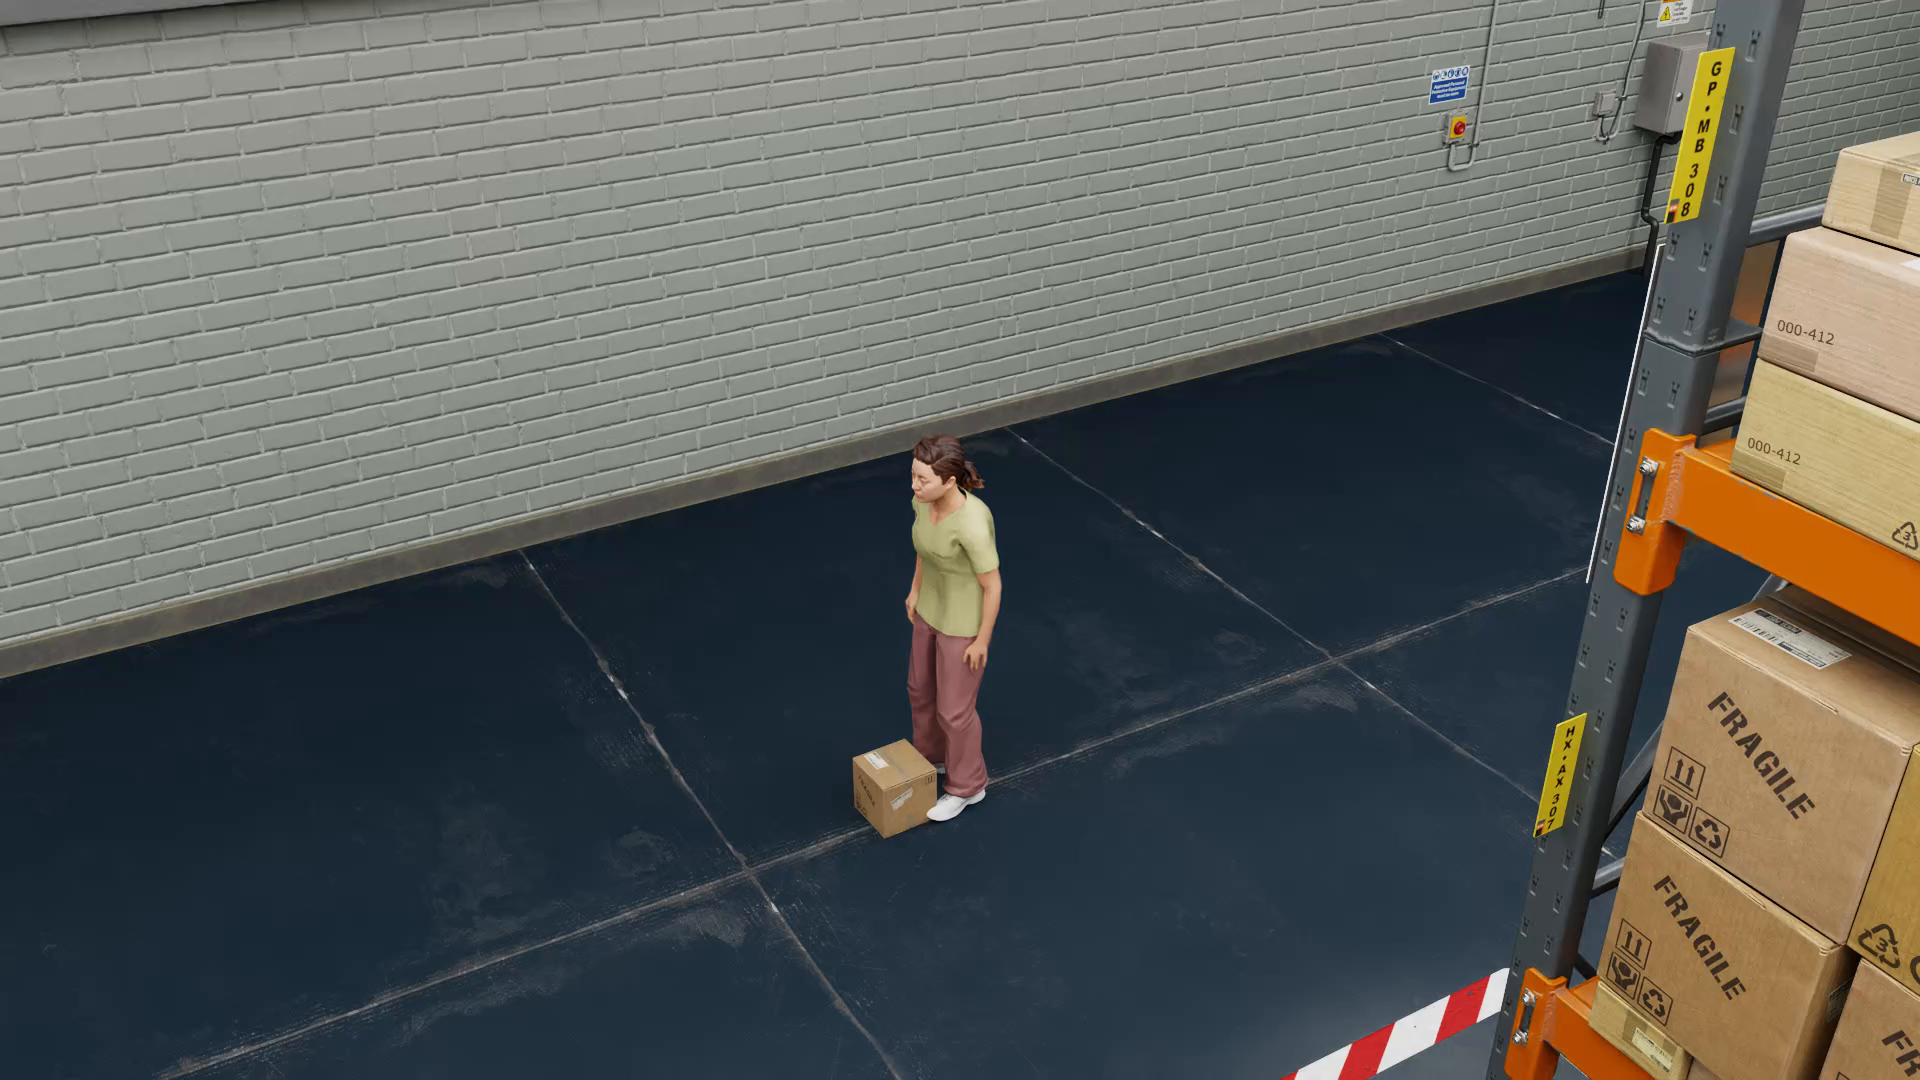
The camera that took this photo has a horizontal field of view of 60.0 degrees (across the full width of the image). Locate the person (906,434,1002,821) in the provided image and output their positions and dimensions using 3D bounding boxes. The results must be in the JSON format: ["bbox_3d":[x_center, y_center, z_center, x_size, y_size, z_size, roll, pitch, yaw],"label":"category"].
[{"bbox_3d":[-0.054,0.327,6.541,0.356,1.672,0.521,-18,34,-29],"label":"person"}]
